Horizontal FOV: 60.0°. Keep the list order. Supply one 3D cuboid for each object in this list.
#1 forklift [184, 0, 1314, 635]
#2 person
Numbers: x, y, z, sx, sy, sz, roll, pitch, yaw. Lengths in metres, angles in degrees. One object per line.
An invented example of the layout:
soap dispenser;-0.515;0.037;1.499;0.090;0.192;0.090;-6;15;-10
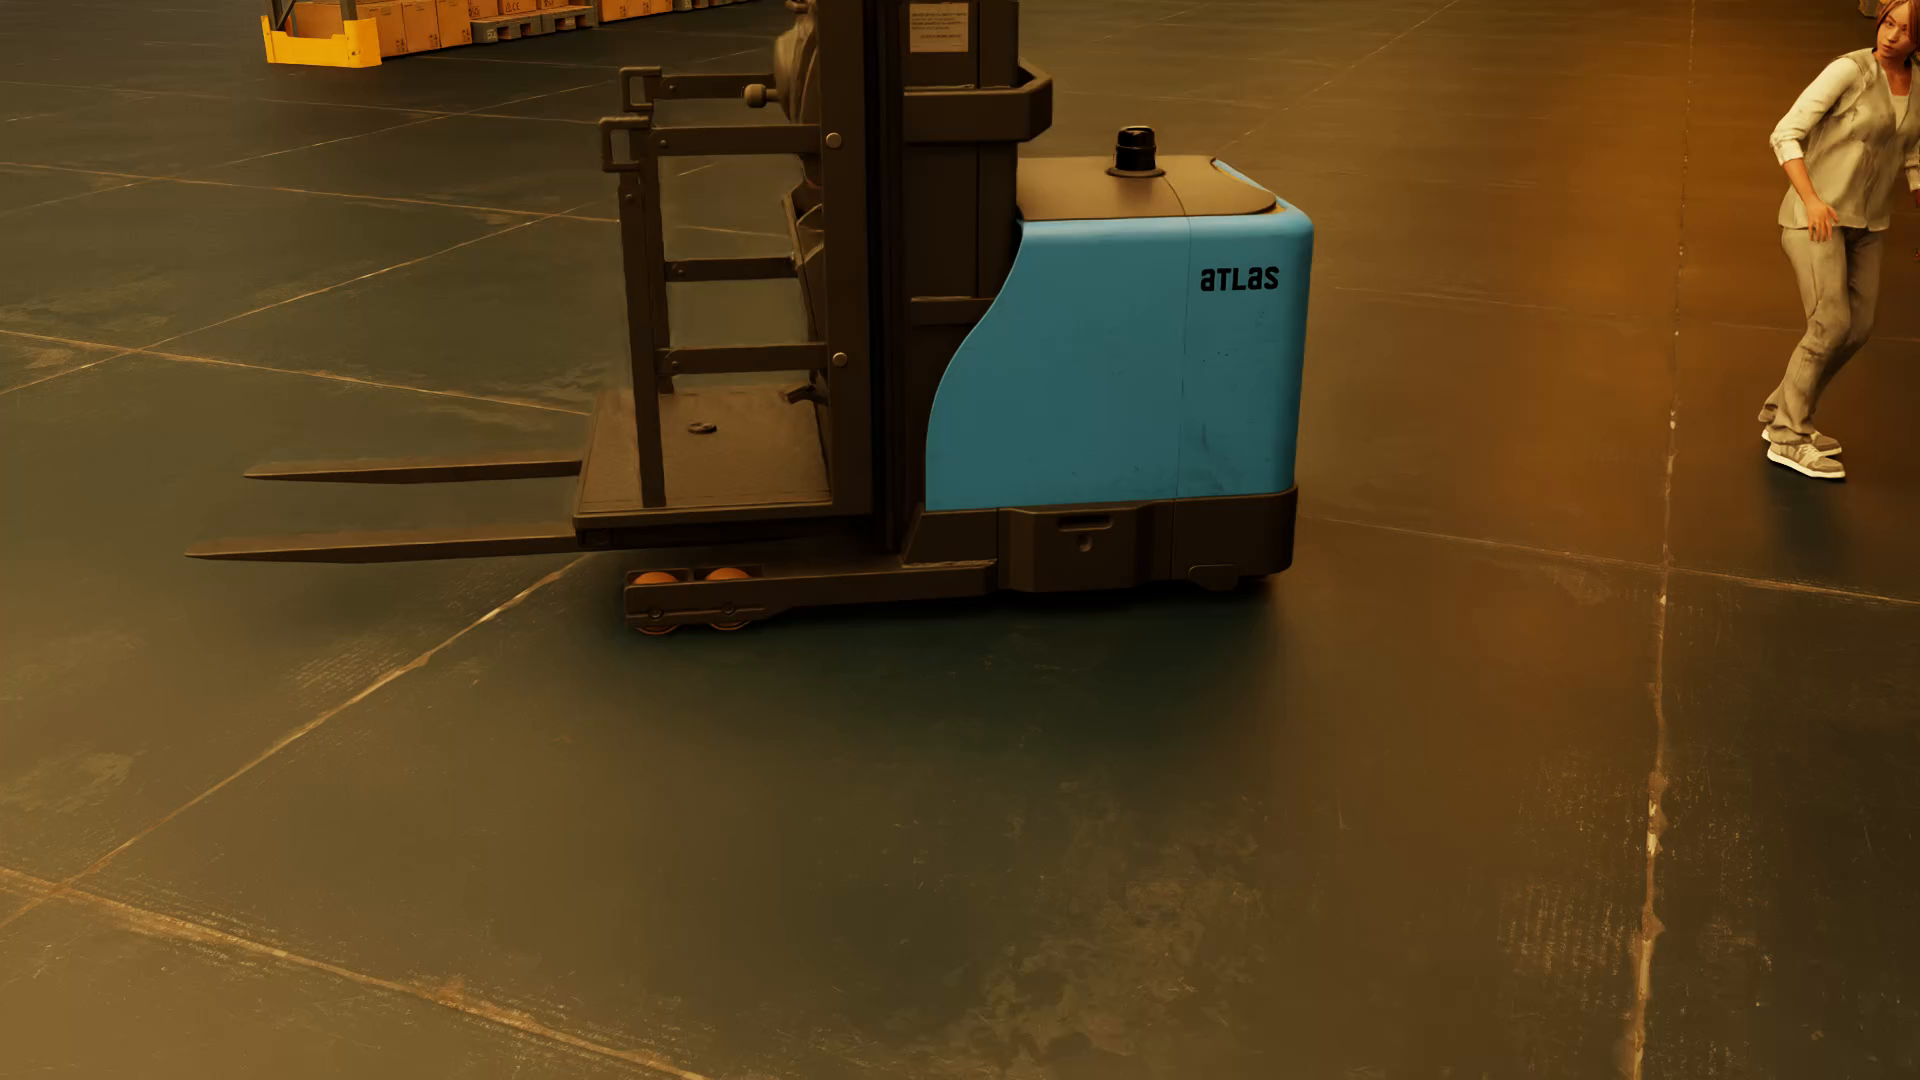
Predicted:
forklift;-0.610;-1.314;4.435;3.031;2.935;1.130;-3;23;-7
person;2.966;-1.008;5.485;0.611;1.571;0.446;-11;25;-24
